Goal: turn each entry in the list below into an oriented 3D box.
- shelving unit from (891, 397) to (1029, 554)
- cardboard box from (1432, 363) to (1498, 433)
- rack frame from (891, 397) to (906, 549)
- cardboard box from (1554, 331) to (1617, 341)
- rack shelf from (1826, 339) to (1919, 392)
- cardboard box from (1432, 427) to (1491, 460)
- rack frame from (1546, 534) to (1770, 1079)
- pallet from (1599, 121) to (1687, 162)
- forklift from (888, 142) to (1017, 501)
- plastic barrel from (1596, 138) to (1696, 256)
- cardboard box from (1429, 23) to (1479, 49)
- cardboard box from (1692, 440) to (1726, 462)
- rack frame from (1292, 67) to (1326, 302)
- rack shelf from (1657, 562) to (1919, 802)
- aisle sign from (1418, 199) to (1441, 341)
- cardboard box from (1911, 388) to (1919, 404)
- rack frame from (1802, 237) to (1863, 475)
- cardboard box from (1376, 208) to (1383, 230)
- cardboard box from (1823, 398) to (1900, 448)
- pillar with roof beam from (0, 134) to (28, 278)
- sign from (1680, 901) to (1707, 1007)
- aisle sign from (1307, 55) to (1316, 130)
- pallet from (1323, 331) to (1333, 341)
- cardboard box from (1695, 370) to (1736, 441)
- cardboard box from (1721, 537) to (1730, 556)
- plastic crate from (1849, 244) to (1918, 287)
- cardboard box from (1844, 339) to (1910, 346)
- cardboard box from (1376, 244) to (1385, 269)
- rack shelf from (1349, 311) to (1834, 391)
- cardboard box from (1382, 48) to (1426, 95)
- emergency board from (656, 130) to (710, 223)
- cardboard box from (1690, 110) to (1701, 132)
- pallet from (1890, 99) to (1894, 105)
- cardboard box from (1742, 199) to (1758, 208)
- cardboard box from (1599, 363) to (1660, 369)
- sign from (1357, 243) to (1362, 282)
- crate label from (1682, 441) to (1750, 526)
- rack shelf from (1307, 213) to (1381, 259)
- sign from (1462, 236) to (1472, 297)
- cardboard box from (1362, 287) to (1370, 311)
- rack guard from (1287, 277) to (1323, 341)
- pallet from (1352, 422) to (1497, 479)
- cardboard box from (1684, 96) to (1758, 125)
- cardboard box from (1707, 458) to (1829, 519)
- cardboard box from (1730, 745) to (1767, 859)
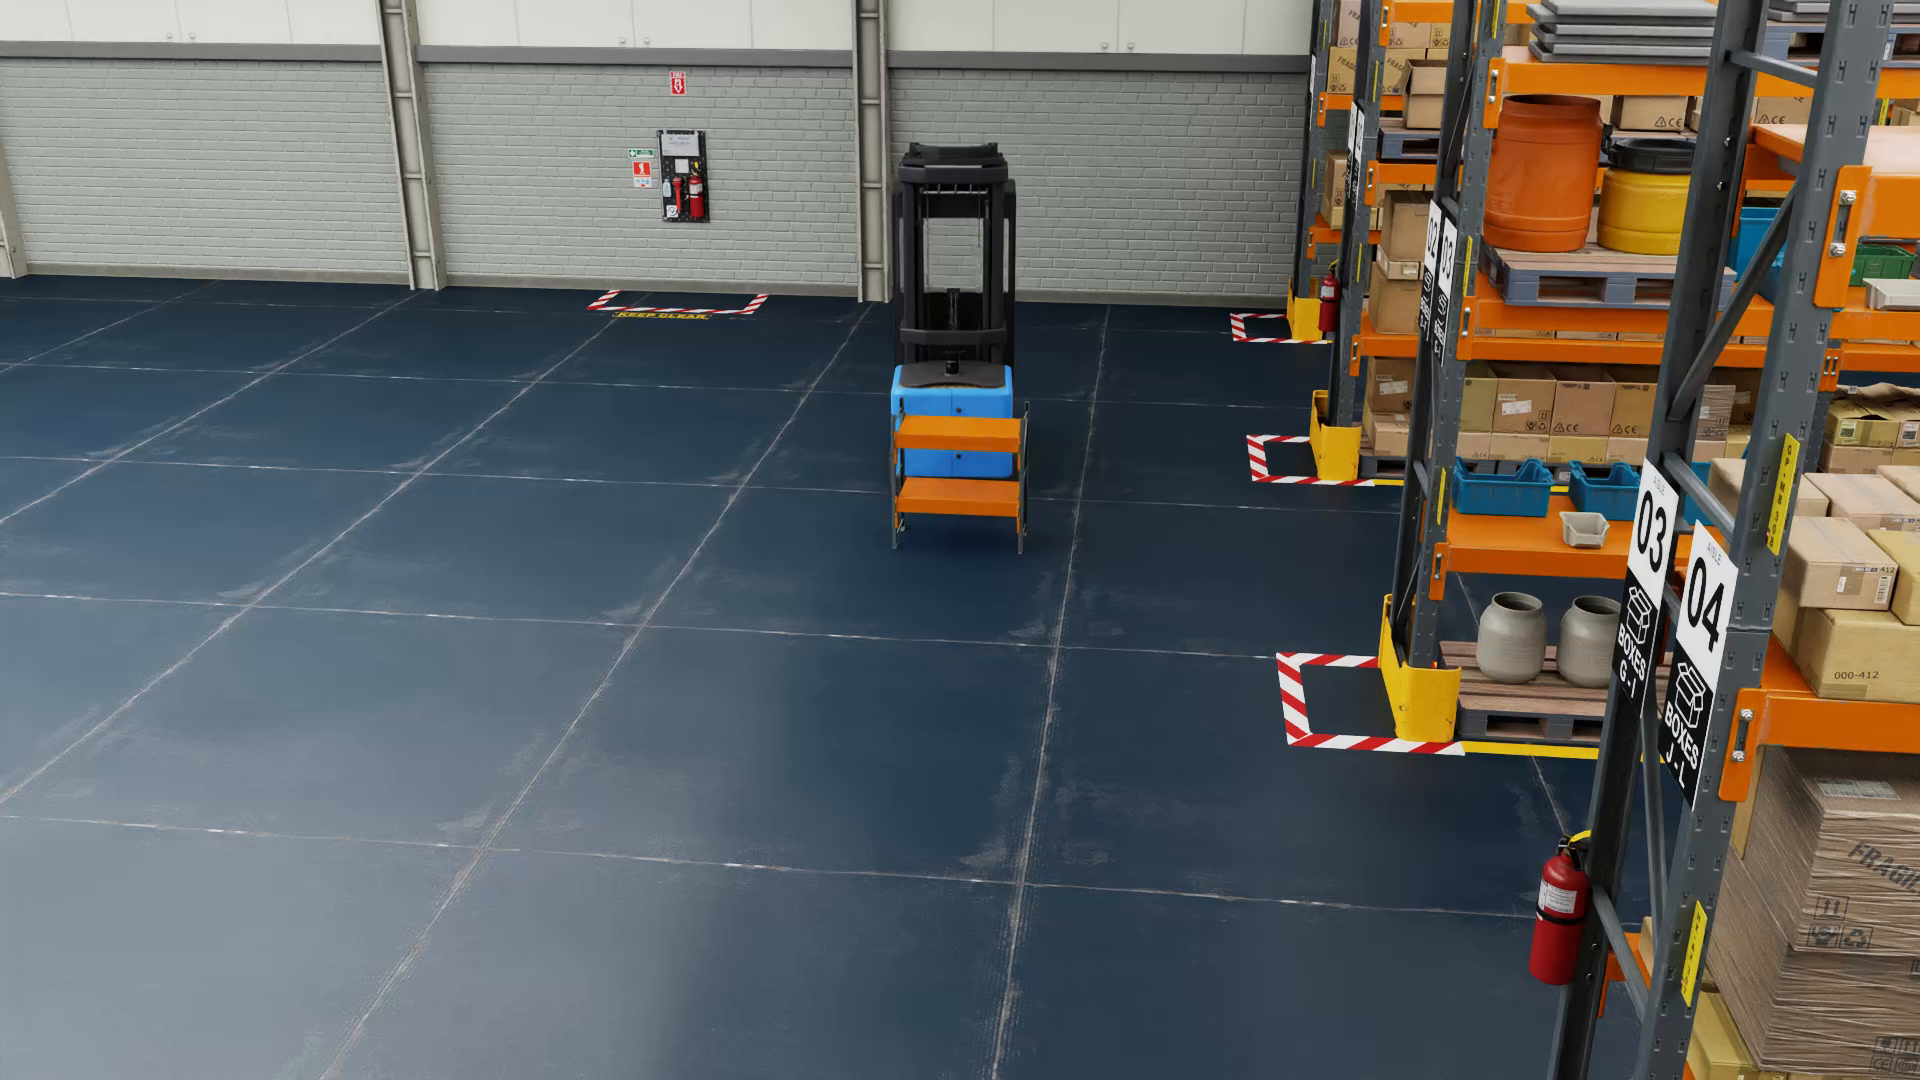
[{"bbox_3d":[0.007,-0.523,13.392,1.048,1.125,0.538,2,22,6],"label":"shelving unit"},{"bbox_3d":[4.494,-1.279,14.903,0.500,0.500,0.500,2,22,6],"label":"cardboard box"},{"bbox_3d":[-0.498,-0.545,13.448,0.032,1.125,0.500,2,22,6],"label":"rack frame"},{"bbox_3d":[5.490,-2.094,14.681,0.500,0.500,0.700,3,22,8],"label":"cardboard box"},{"bbox_3d":[9.449,-1.545,14.405,4.000,0.370,1.077,2,22,6],"label":"rack shelf"},{"bbox_3d":[4.494,-0.931,15.042,0.500,0.250,0.500,2,22,6],"label":"cardboard box"},{"bbox_3d":[2.321,1.478,5.781,0.127,3.000,1.000,2,22,6],"label":"rack frame"},{"bbox_3d":[5.405,-3.401,14.162,1.213,0.211,1.003,2,22,6],"label":"pallet"},{"bbox_3d":[-0.050,-2.159,15.073,1.130,2.935,3.031,0,22,1],"label":"forklift"},{"bbox_3d":[4.051,-2.005,9.685,0.600,0.588,0.600,0,22,0],"label":"plastic barrel"},{"bbox_3d":[5.426,-5.700,18.333,0.500,0.500,0.500,3,22,8],"label":"cardboard box"},{"bbox_3d":[6.481,-0.848,14.833,0.500,0.250,0.500,2,22,6],"label":"cardboard box"},{"bbox_3d":[4.070,-3.947,19.504,0.127,3.000,1.000,2,22,6],"label":"rack frame"},{"bbox_3d":[4.307,0.504,5.143,4.000,0.370,1.077,2,22,6],"label":"rack shelf"},{"bbox_3d":[2.868,-1.651,10.160,0.004,0.787,0.394,2,22,6],"label":"aisle sign"},{"bbox_3d":[8.912,-1.187,14.929,0.500,0.311,0.500,2,22,6],"label":"cardboard box"},{"bbox_3d":[7.463,-1.966,14.492,0.127,3.000,1.000,2,22,6],"label":"rack frame"},{"bbox_3d":[5.035,-3.733,19.138,0.500,0.250,0.500,2,22,5],"label":"cardboard box"},{"bbox_3d":[7.844,-1.034,14.542,0.500,0.311,0.500,3,22,6],"label":"cardboard box"},{"bbox_3d":[-13.515,-6.230,17.118,0.400,9.000,9.100,2,22,6],"label":"pillar with roof beam"},{"bbox_3d":[2.257,1.273,5.121,0.005,0.325,0.100,2,22,6],"label":"sign"},{"bbox_3d":[3.963,-5.050,18.757,0.004,0.787,0.394,2,22,6],"label":"aisle sign"},{"bbox_3d":[4.948,-2.599,19.887,1.213,0.211,1.003,2,22,6],"label":"pallet"},{"bbox_3d":[6.482,-1.197,14.696,0.500,0.500,0.500,2,22,6],"label":"cardboard box"},{"bbox_3d":[2.830,0.081,5.439,0.500,0.250,0.500,3,22,8],"label":"cardboard box"},{"bbox_3d":[5.341,-1.621,9.829,0.450,0.188,0.336,2,22,6],"label":"plastic crate"},{"bbox_3d":[7.957,-1.891,14.506,0.500,0.250,0.500,4,22,10],"label":"cardboard box"},{"bbox_3d":[3.893,-2.540,14.926,0.250,0.149,0.380,2,22,5],"label":"cardboard box"},{"bbox_3d":[5.477,-1.718,14.843,4.000,0.370,1.077,2,22,6],"label":"rack shelf"},{"bbox_3d":[4.902,-5.256,18.572,0.500,0.500,0.500,4,22,10],"label":"cardboard box"},{"bbox_3d":[-3.541,-4.613,21.189,0.643,1.169,0.194,2,22,6],"label":"emergency board"},{"bbox_3d":[6.233,-3.457,13.763,0.250,0.149,0.380,2,22,6],"label":"cardboard box"},{"bbox_3d":[9.673,-4.973,18.273,1.003,0.211,1.213,2,22,6],"label":"pallet"},{"bbox_3d":[6.520,-2.654,14.332,0.500,0.500,0.700,2,22,6],"label":"cardboard box"},{"bbox_3d":[6.046,-1.409,15.231,0.500,0.500,0.500,2,22,6],"label":"cardboard box"},{"bbox_3d":[3.419,-2.376,14.244,0.005,0.325,0.100,2,22,6],"label":"sign"},{"bbox_3d":[4.764,-0.366,10.397,0.616,0.435,0.502,2,22,6],"label":"crate label"},{"bbox_3d":[6.056,-3.526,19.418,4.000,0.370,1.077,2,22,6],"label":"rack shelf"},{"bbox_3d":[2.835,-1.529,9.295,0.005,0.325,0.100,2,22,6],"label":"sign"},{"bbox_3d":[4.746,-2.839,19.759,0.500,0.311,0.500,0,22,0],"label":"cardboard box"},{"bbox_3d":[4.145,-2.782,19.956,0.348,0.500,1.175,2,22,6],"label":"rack guard"},{"bbox_3d":[4.255,-0.824,15.397,1.213,0.211,1.003,2,22,6],"label":"pallet"},{"bbox_3d":[6.458,-3.721,14.211,0.500,0.311,0.500,1,22,3],"label":"cardboard box"},{"bbox_3d":[2.634,-0.135,5.442,0.250,0.149,0.380,2,22,6],"label":"cardboard box"},{"bbox_3d":[2.896,0.762,5.692,0.500,0.500,0.500,2,22,6],"label":"cardboard box"}]
